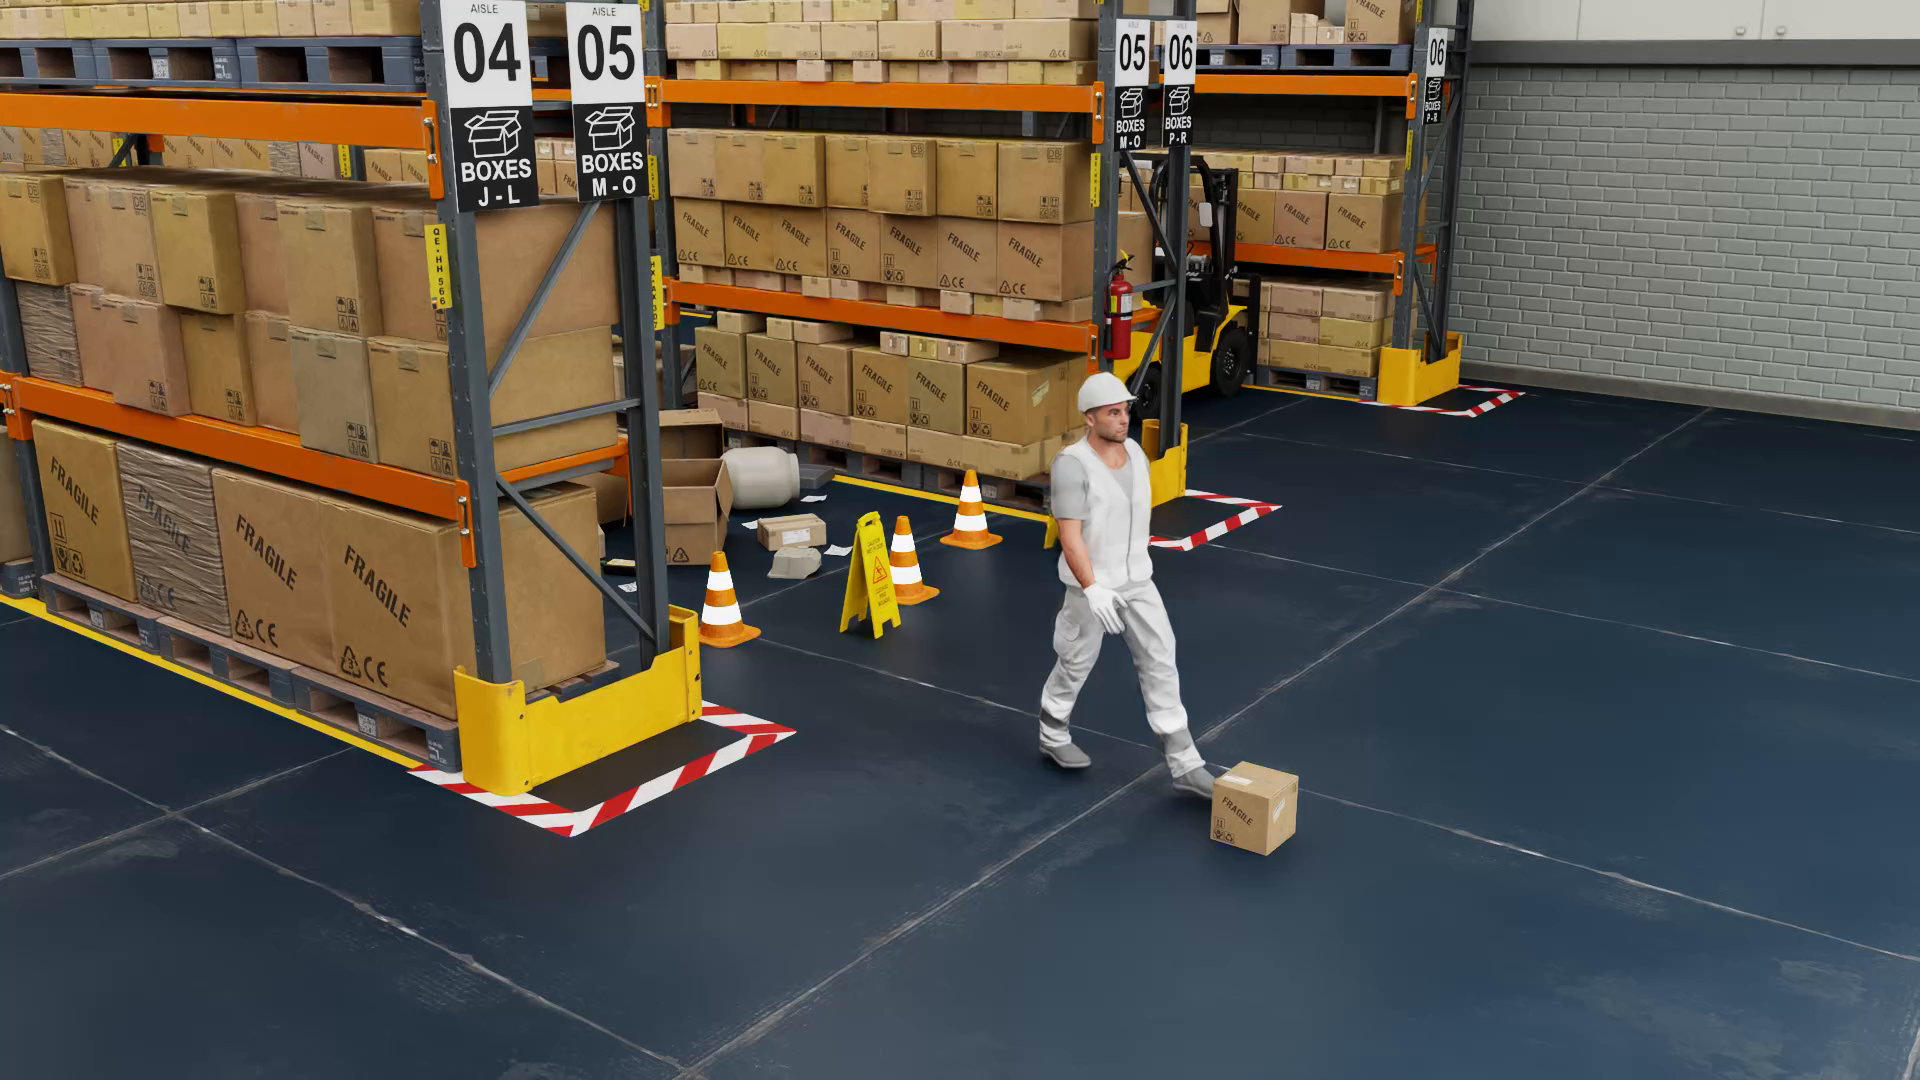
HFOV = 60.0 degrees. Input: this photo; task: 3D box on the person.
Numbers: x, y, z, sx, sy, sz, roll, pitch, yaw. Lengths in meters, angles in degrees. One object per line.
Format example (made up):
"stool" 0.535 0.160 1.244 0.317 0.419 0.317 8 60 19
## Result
"person" 0.678 0.194 6.795 0.568 1.738 0.944 -11 20 -33
